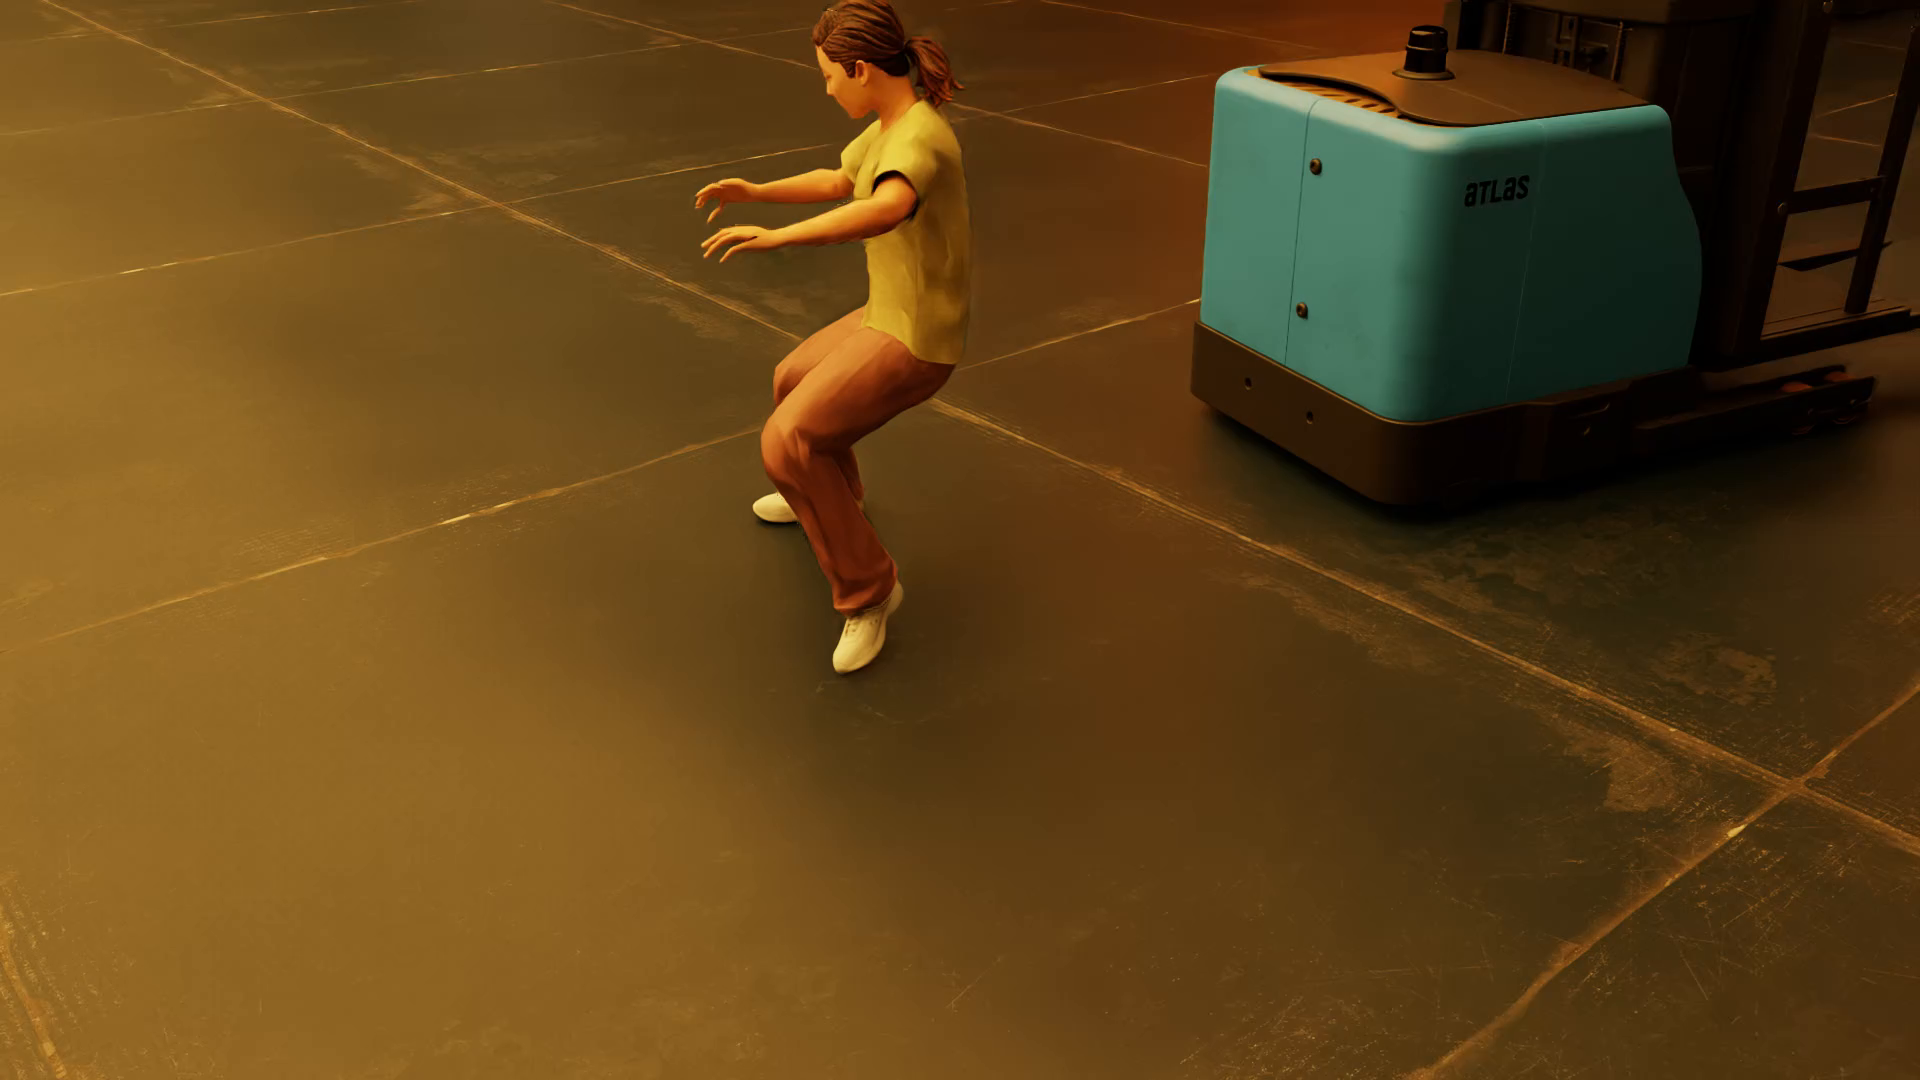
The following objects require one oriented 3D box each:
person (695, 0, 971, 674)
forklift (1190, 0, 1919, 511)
[{"bbox_3d":[-0.301,-0.534,3.943,0.655,1.453,0.995,0,26,-1],"label":"person"},{"bbox_3d":[2.287,-1.833,4.897,3.031,2.935,1.130,-12,29,-23],"label":"forklift"}]
